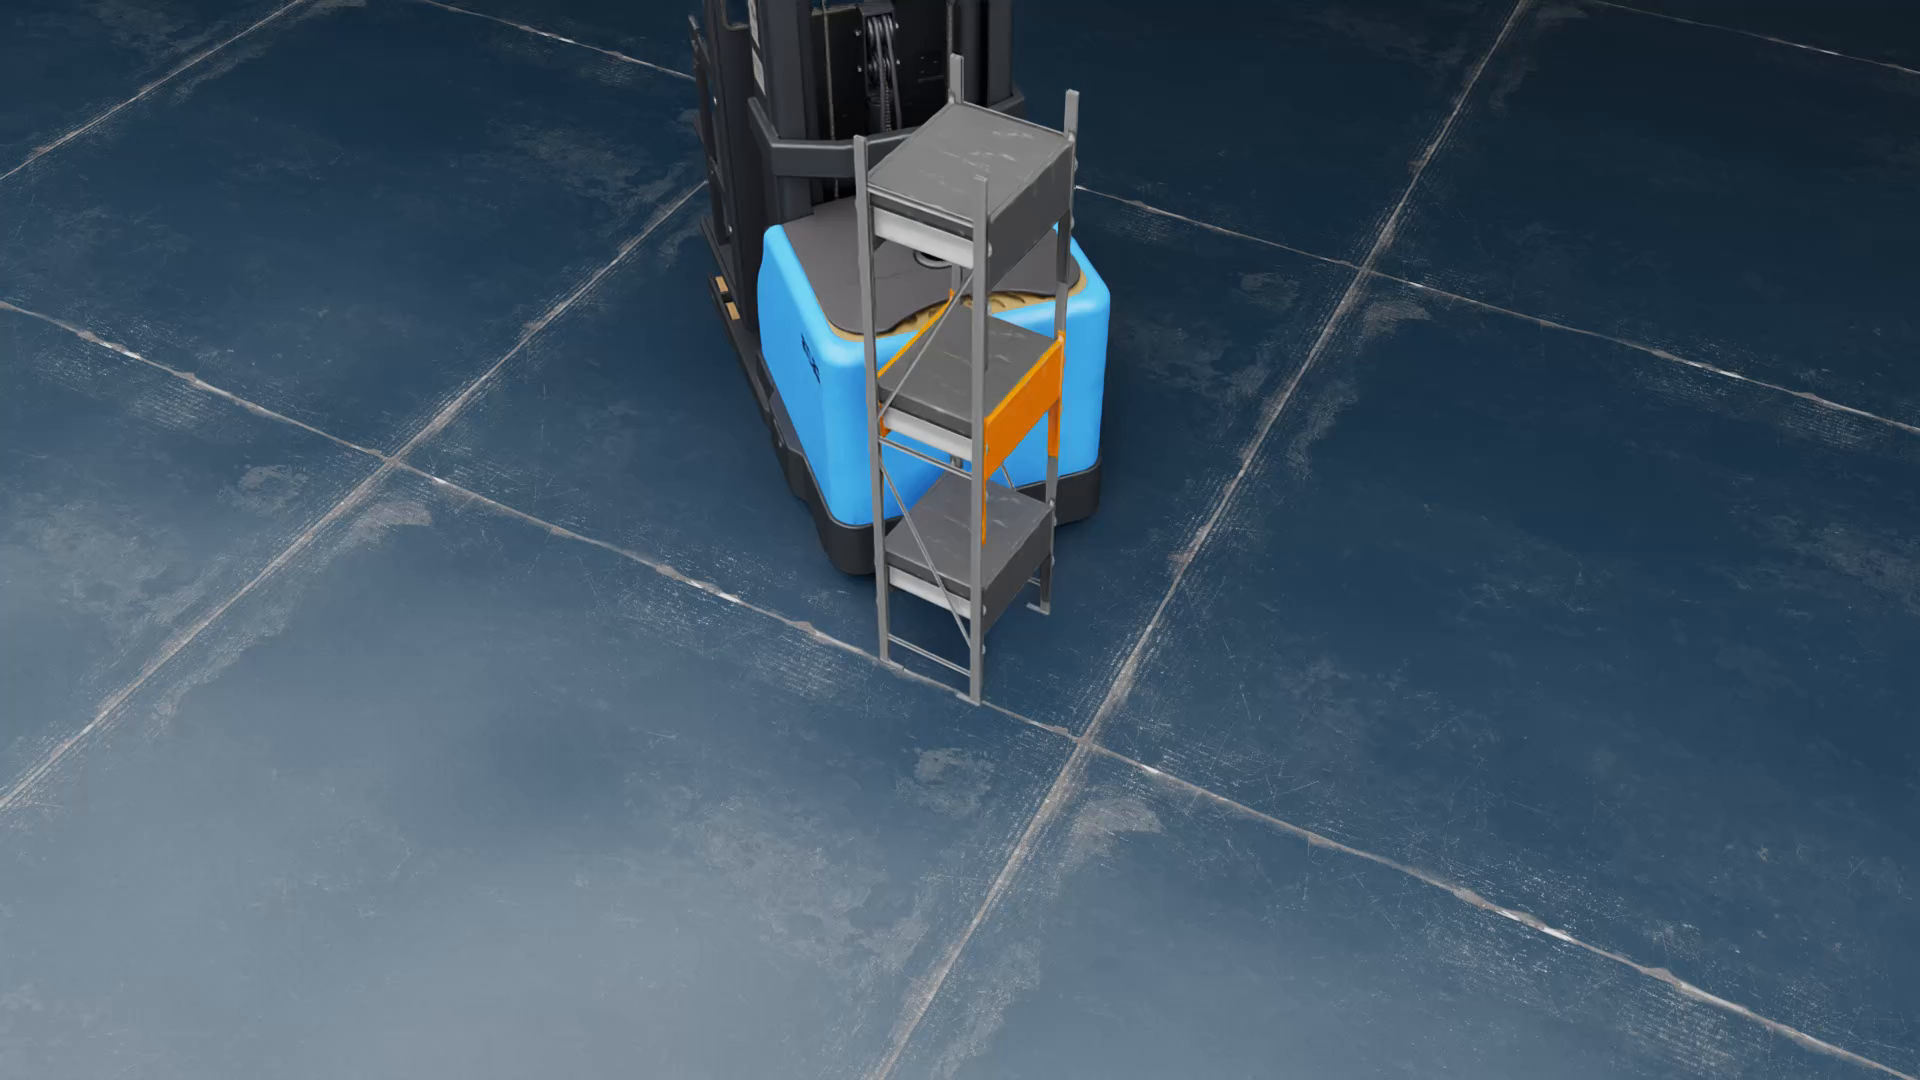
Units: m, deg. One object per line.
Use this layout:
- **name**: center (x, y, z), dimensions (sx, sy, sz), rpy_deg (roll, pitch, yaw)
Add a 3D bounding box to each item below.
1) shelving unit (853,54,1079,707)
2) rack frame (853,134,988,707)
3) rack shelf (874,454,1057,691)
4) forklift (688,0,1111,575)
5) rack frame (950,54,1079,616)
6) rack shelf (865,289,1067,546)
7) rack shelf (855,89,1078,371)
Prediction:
- **shelving unit**: center (0.022, -0.393, 5.162), dimensions (0.431, 2.100, 0.503), rpy_deg (23, 50, 21)
- **rack frame**: center (-0.104, -0.244, 5.015), dimensions (0.400, 2.100, 0.015), rpy_deg (23, 50, 21)
- **rack shelf**: center (0.022, 0.109, 5.669), dimensions (0.431, 0.518, 0.480), rpy_deg (23, 50, 21)
- **forklift**: center (-0.447, -1.972, 6.138), dimensions (1.130, 2.935, 3.031), rpy_deg (-14, 47, -14)
- **rack frame**: center (0.148, -0.541, 5.309), dimensions (0.400, 2.100, 0.015), rpy_deg (23, 50, 21)
- **rack shelf**: center (0.022, -0.383, 5.171), dimensions (0.431, 0.518, 0.480), rpy_deg (23, 50, 21)
- **rack shelf**: center (0.022, -0.875, 4.674), dimensions (0.431, 0.518, 0.480), rpy_deg (23, 50, 21)
